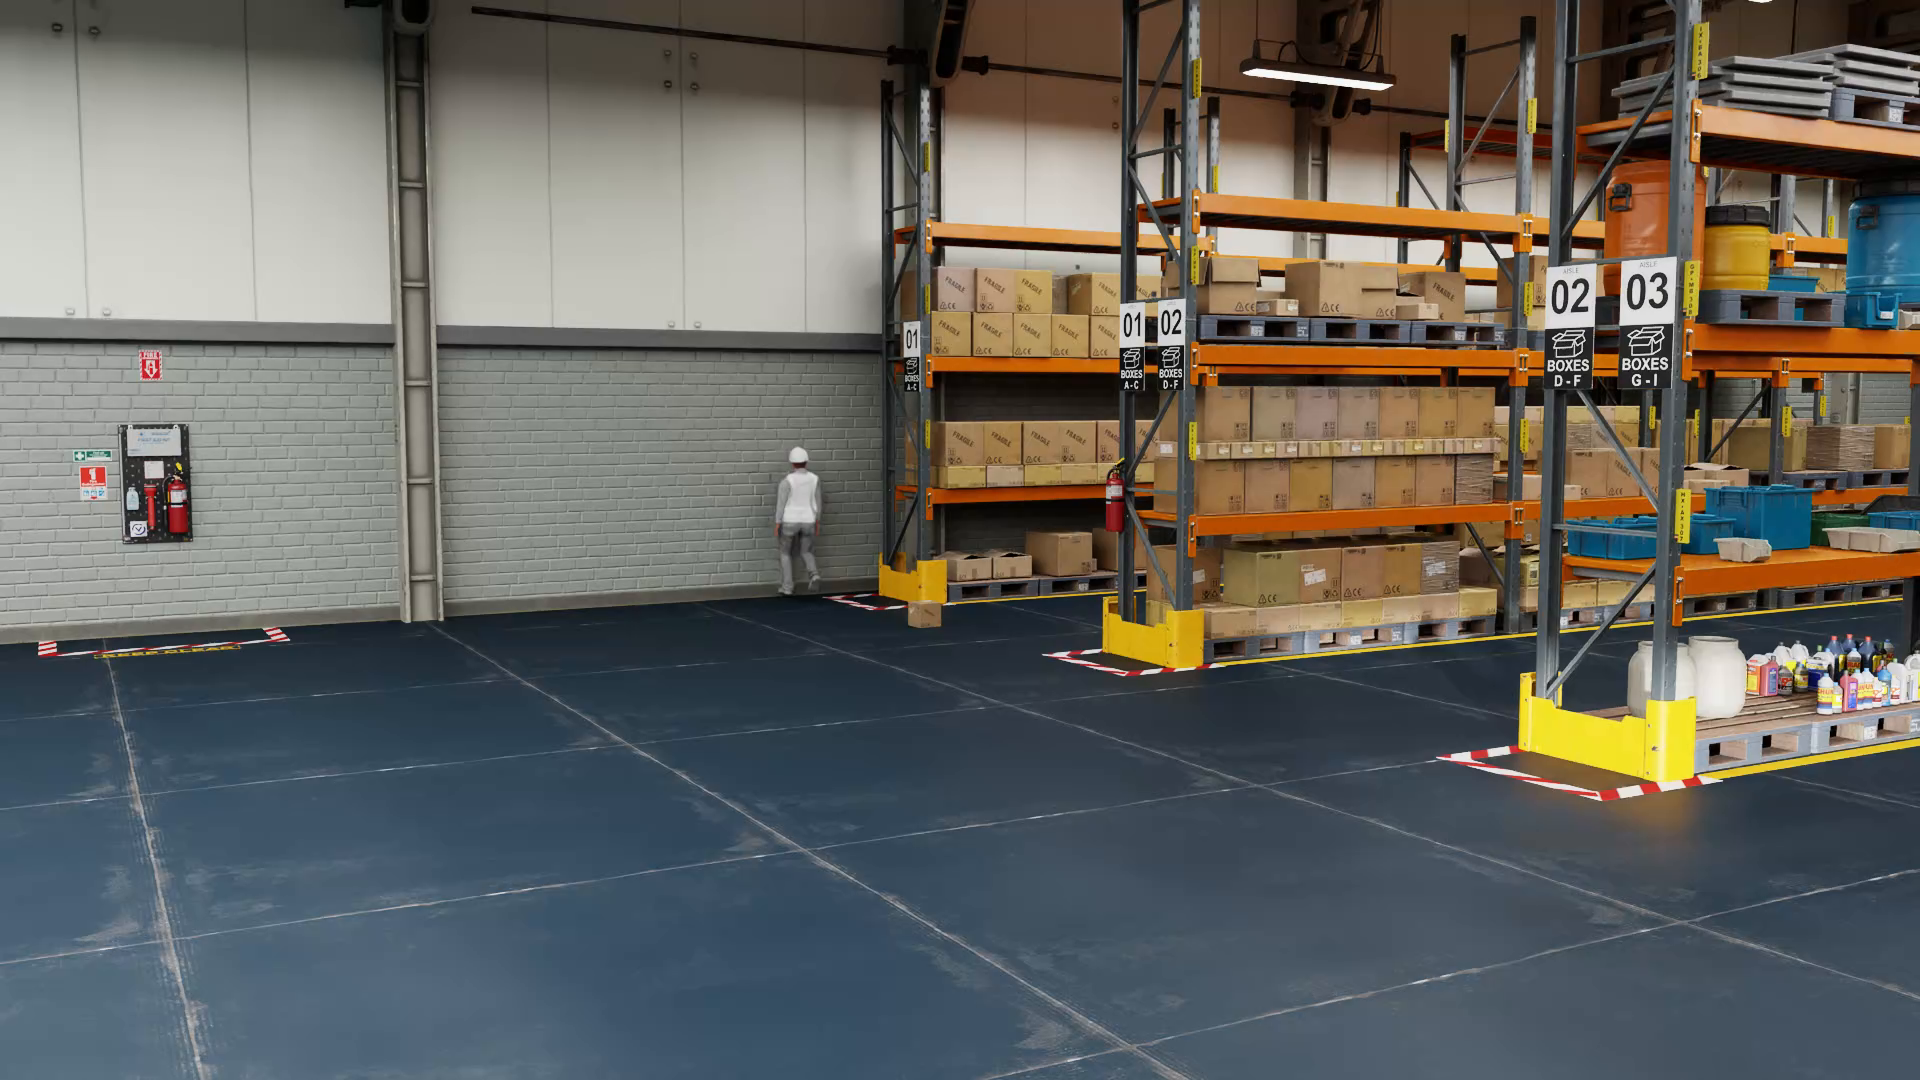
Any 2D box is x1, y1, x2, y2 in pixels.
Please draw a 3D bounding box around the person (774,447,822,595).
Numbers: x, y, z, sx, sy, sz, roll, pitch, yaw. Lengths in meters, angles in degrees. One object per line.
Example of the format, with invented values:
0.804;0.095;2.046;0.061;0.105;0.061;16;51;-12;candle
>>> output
-1.902;-0.220;19.412;0.558;1.734;0.691;-3;6;-29;person
